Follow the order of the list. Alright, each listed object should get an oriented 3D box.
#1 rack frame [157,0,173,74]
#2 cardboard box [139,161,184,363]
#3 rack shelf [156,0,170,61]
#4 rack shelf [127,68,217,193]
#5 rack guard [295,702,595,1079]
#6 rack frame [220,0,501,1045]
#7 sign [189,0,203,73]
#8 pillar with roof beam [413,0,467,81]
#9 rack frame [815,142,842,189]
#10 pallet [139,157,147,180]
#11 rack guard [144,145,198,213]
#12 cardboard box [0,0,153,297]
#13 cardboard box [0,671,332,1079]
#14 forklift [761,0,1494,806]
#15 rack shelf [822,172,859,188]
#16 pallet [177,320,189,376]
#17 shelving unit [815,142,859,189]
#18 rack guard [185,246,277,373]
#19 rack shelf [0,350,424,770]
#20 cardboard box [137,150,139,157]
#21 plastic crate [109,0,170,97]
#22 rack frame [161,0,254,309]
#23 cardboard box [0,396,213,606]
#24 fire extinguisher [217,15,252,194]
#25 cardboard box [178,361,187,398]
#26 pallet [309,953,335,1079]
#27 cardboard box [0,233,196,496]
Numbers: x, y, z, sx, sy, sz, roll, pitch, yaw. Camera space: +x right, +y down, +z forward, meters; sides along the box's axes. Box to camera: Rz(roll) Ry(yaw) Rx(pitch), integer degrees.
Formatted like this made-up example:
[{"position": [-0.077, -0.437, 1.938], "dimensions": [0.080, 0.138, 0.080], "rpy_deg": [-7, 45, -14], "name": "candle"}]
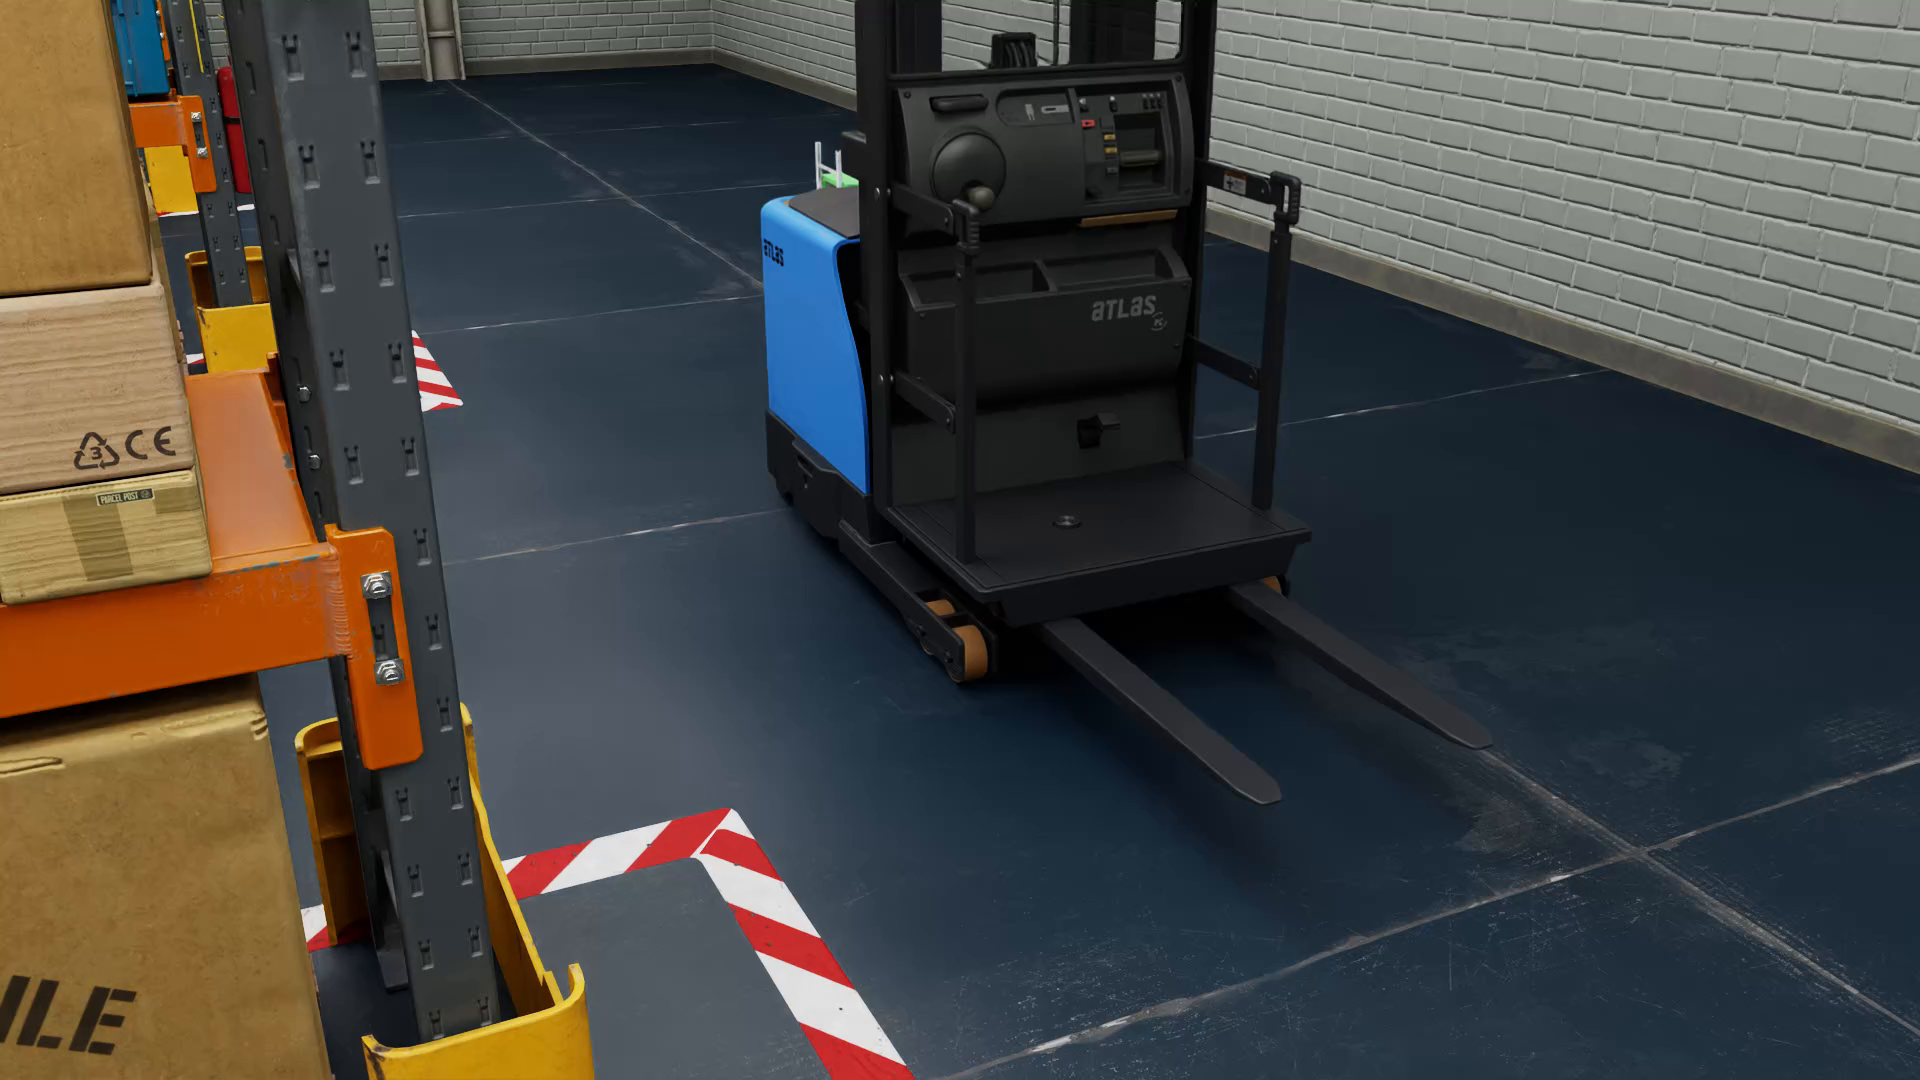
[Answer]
[{"position": [-5.309, -3.769, 10.934], "dimensions": [0.127, 3.000, 1.000], "rpy_deg": [-10, 25, -24], "name": "rack frame"}, {"position": [-1.566, -0.436, 2.689], "dimensions": [0.500, 0.250, 0.500], "rpy_deg": [-11, 25, -25], "name": "cardboard box"}, {"position": [-7.112, -3.105, 10.270], "dimensions": [4.000, 0.370, 1.077], "rpy_deg": [-10, 25, -24], "name": "rack shelf"}, {"position": [-4.967, -1.397, 6.145], "dimensions": [4.000, 0.370, 1.077], "rpy_deg": [-10, 25, -24], "name": "rack shelf"}, {"position": [-0.995, 0.796, 3.173], "dimensions": [0.348, 0.500, 1.175], "rpy_deg": [-10, 25, -24], "name": "rack guard"}, {"position": [-1.016, -0.355, 2.685], "dimensions": [0.127, 3.000, 1.000], "rpy_deg": [-10, 25, -24], "name": "rack frame"}, {"position": [-2.911, -1.950, 6.326], "dimensions": [0.005, 0.325, 0.100], "rpy_deg": [-10, 25, -24], "name": "sign"}, {"position": [-3.536, -7.510, 12.127], "dimensions": [0.400, 9.000, 9.100], "rpy_deg": [-10, 25, -24], "name": "pillar with roof beam"}, {"position": [-0.483, -0.887, 6.324], "dimensions": [0.015, 1.200, 0.240], "rpy_deg": [-10, 24, -23], "name": "rack frame"}, {"position": [-6.096, -2.336, 11.117], "dimensions": [1.213, 0.211, 1.003], "rpy_deg": [-10, 25, -24], "name": "pallet"}, {"position": [-5.378, -2.602, 11.382], "dimensions": [0.348, 0.500, 1.175], "rpy_deg": [-10, 25, -24], "name": "rack guard"}, {"position": [-1.341, -0.598, 2.099], "dimensions": [0.500, 0.500, 0.500], "rpy_deg": [-10, 25, -23], "name": "cardboard box"}, {"position": [-1.558, 0.567, 2.688], "dimensions": [0.875, 0.875, 0.875], "rpy_deg": [-10, 25, -24], "name": "cardboard box"}, {"position": [0.353, -1.134, 4.657], "dimensions": [1.130, 2.935, 3.031], "rpy_deg": [-10, 24, -23], "name": "forklift"}, {"position": [-0.261, -1.311, 6.259], "dimensions": [0.480, 0.148, 0.258], "rpy_deg": [-10, 24, -23], "name": "rack shelf"}, {"position": [-3.924, -0.650, 7.044], "dimensions": [1.213, 0.211, 1.003], "rpy_deg": [-10, 25, -24], "name": "pallet"}, {"position": [-0.261, -0.926, 6.418], "dimensions": [0.503, 1.200, 0.258], "rpy_deg": [-10, 24, -23], "name": "shelving unit"}, {"position": [-3.149, -0.915, 7.307], "dimensions": [0.348, 0.500, 1.175], "rpy_deg": [-10, 25, -24], "name": "rack guard"}, {"position": [-2.819, 0.309, 2.021], "dimensions": [4.000, 0.370, 1.077], "rpy_deg": [-10, 25, -24], "name": "rack shelf"}, {"position": [-5.836, -2.704, 11.513], "dimensions": [0.250, 0.149, 0.380], "rpy_deg": [-10, 25, -24], "name": "cardboard box"}, {"position": [-3.385, -1.986, 6.501], "dimensions": [0.499, 0.435, 0.616], "rpy_deg": [-10, 25, -24], "name": "plastic crate"}, {"position": [-3.165, -2.062, 6.808], "dimensions": [0.127, 3.000, 1.000], "rpy_deg": [-10, 25, -24], "name": "rack frame"}, {"position": [-1.194, -0.066, 2.316], "dimensions": [0.250, 0.149, 0.380], "rpy_deg": [-10, 24, -23], "name": "cardboard box"}, {"position": [-2.832, -1.722, 6.577], "dimensions": [0.183, 0.674, 0.296], "rpy_deg": [-10, 25, -24], "name": "fire extinguisher"}, {"position": [-1.479, -0.293, 2.865], "dimensions": [0.250, 0.149, 0.380], "rpy_deg": [-10, 25, -23], "name": "cardboard box"}, {"position": [-1.703, 1.093, 2.833], "dimensions": [1.213, 0.211, 1.003], "rpy_deg": [-10, 25, -24], "name": "pallet"}, {"position": [-1.338, -0.251, 2.242], "dimensions": [0.500, 0.250, 0.500], "rpy_deg": [-11, 25, -24], "name": "cardboard box"}]
